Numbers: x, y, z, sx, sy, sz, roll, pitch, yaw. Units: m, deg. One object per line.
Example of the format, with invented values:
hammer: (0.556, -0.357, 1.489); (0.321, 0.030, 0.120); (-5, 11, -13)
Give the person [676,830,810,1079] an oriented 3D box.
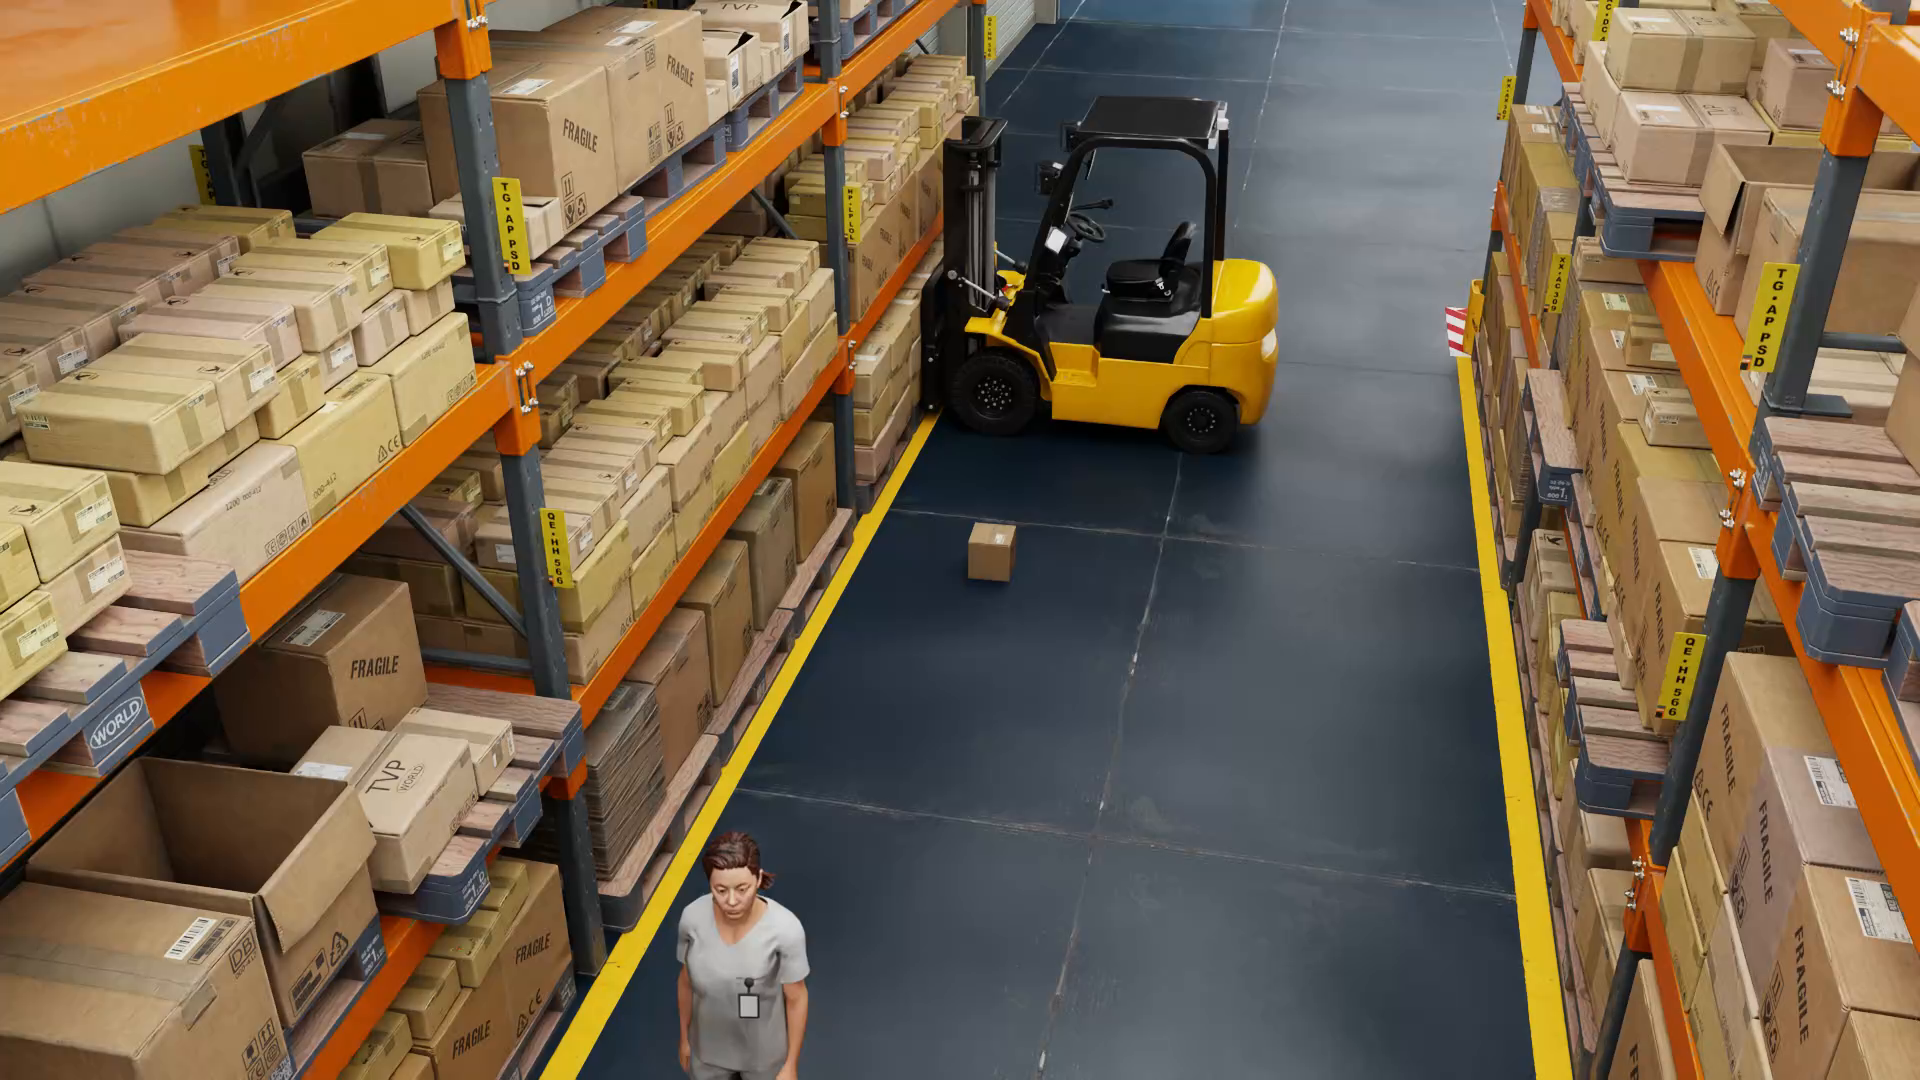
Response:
person: (-0.719, 1.694, 5.503); (0.459, 1.683, 0.440); (5, 29, 10)
